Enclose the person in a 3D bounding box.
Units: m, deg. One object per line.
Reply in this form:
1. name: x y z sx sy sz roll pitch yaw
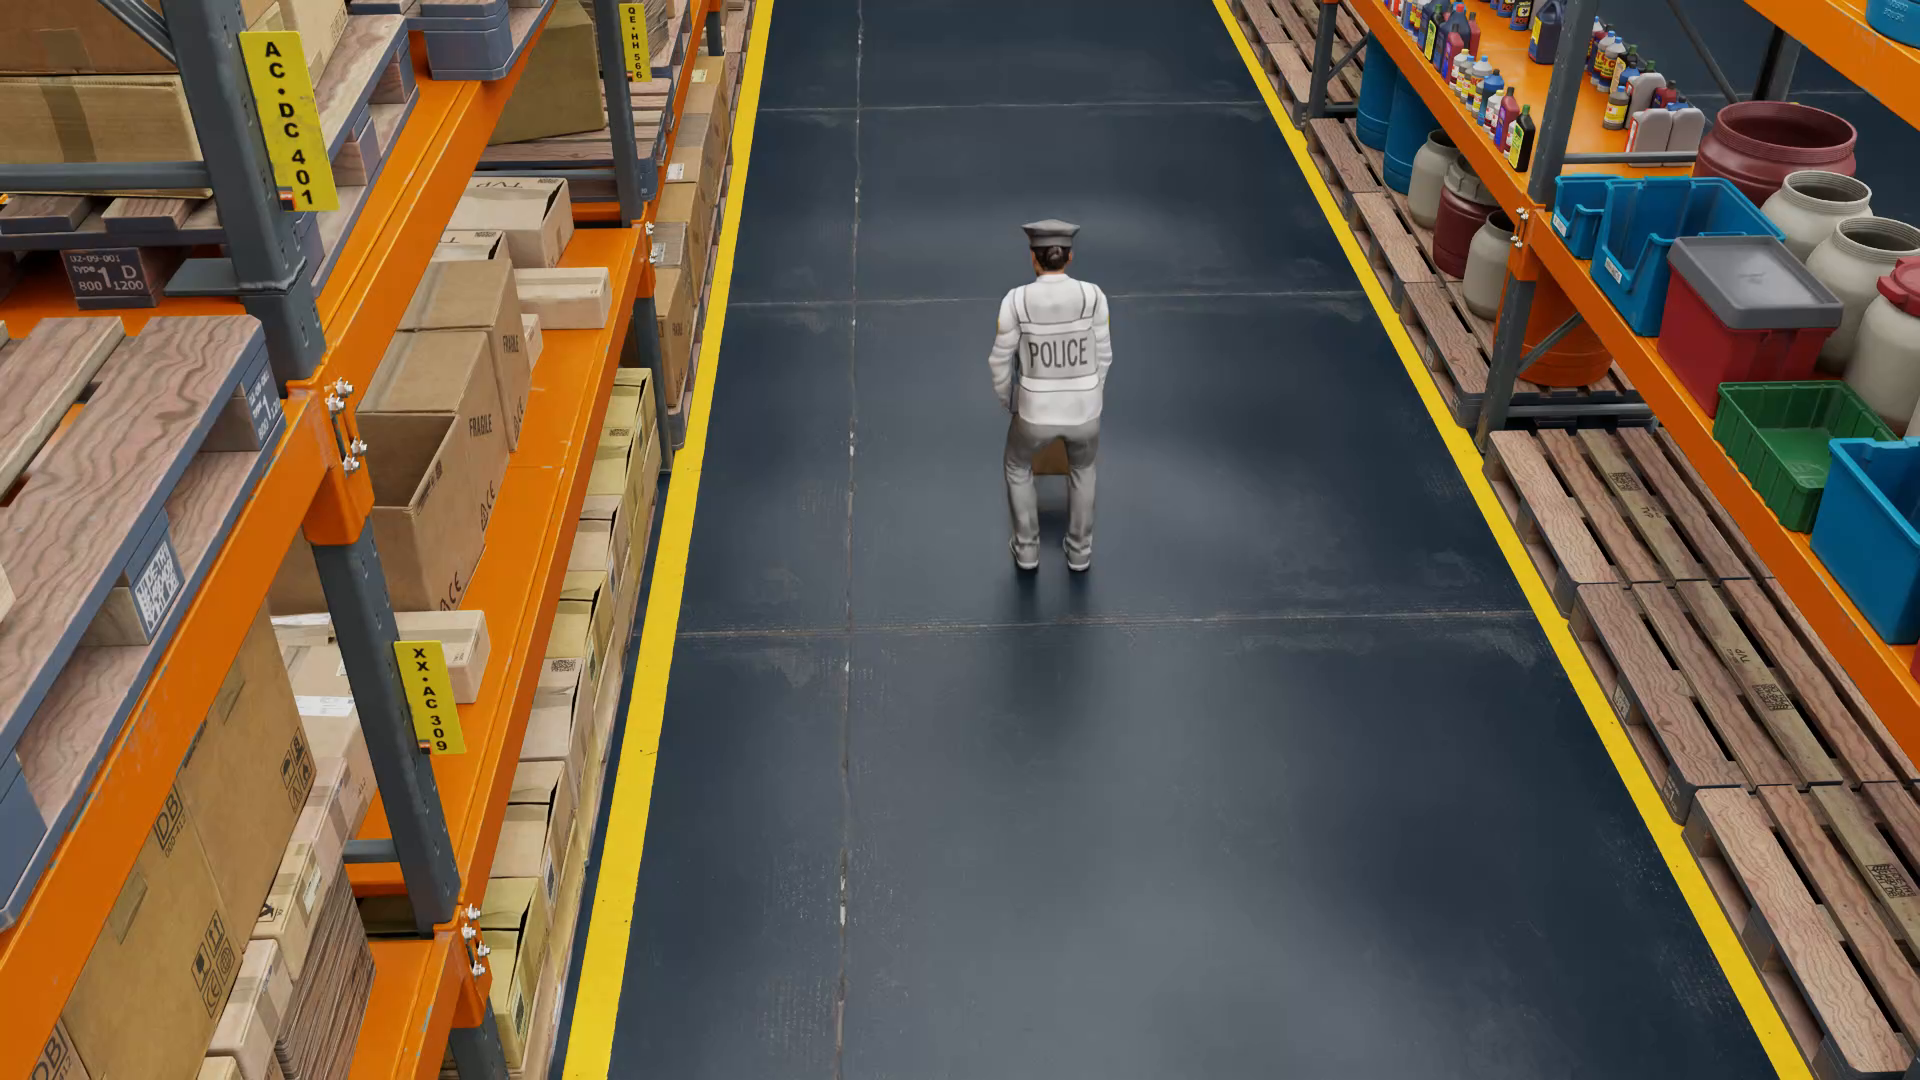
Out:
1. person: 0.376 -0.581 7.049 0.516 1.576 0.526 -1 35 -1
